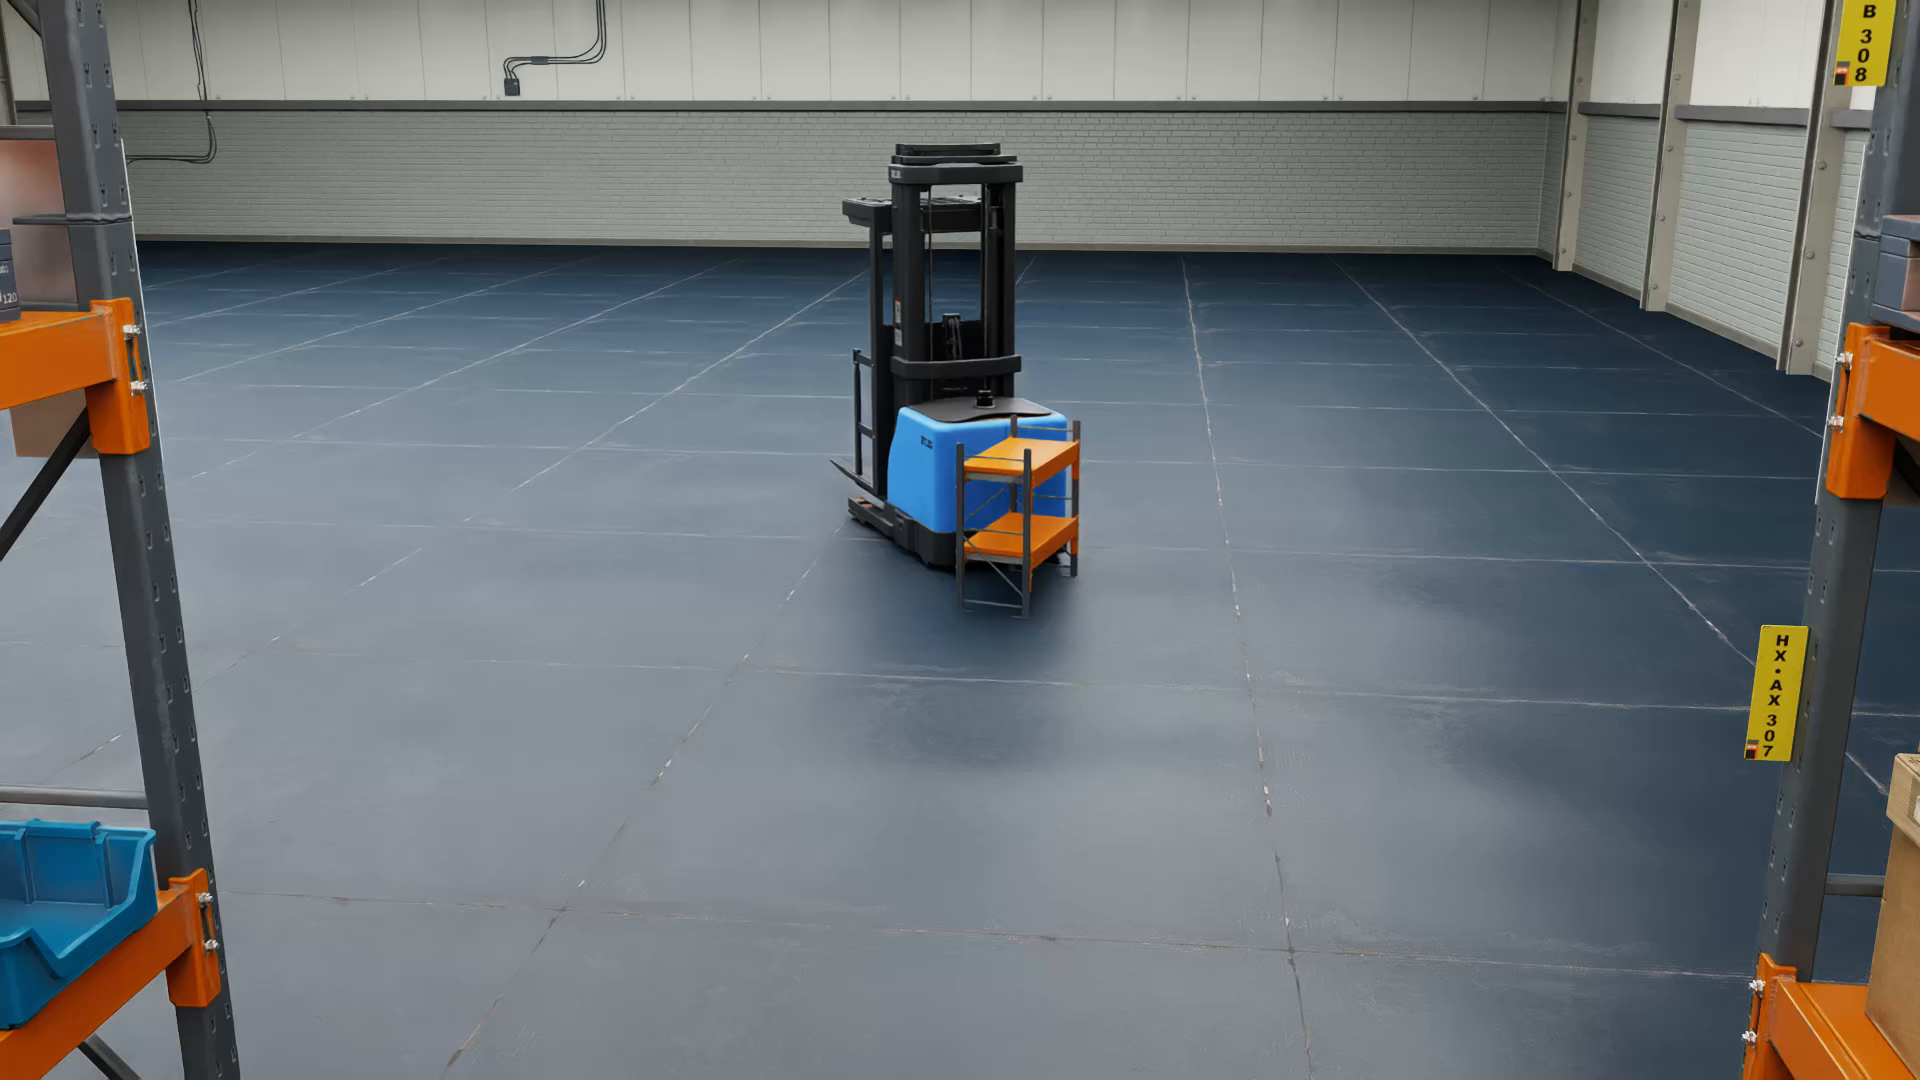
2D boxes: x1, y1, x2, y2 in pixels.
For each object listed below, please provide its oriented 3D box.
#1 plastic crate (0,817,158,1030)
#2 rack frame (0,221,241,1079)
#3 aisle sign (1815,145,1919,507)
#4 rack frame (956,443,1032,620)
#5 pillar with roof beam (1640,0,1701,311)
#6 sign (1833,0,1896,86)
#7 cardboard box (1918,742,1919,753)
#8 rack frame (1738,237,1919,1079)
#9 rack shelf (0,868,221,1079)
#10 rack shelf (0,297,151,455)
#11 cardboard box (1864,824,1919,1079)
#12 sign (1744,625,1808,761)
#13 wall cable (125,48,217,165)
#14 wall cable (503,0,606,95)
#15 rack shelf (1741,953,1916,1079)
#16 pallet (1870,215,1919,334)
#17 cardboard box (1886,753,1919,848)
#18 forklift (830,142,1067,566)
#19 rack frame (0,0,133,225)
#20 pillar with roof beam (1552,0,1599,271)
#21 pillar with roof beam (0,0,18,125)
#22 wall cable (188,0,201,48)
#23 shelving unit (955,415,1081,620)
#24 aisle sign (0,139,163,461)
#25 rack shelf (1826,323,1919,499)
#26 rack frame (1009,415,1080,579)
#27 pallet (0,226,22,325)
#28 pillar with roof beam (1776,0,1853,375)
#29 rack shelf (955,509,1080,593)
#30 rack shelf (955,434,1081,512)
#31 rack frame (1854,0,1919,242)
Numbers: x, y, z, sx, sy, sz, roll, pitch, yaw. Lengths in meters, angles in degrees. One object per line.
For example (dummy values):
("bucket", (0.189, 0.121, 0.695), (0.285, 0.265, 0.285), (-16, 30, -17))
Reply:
("plastic crate", (-2.263, 0.889, 3.912), (0.499, 0.251, 0.616), (2, 15, 6))
("rack frame", (-2.504, 0.679, 4.405), (1.000, 3.000, 0.127), (2, 15, 6))
("aisle sign", (2.121, -0.455, 3.619), (0.394, 0.787, 0.004), (2, 15, 6))
("rack frame", (0.214, -0.053, 10.702), (0.500, 1.125, 0.032), (6, 16, 21))
("pillar with roof beam", (6.551, -8.070, 25.266), (9.100, 9.000, 0.400), (2, 15, 6))
("sign", (1.867, -1.100, 3.412), (0.100, 0.325, 0.005), (2, 15, 6))
("cardboard box", (2.346, 0.286, 3.182), (0.700, 0.500, 0.500), (2, 15, 6))
("rack frame", (2.417, 0.826, 3.862), (1.000, 3.000, 0.127), (2, 15, 6))
("rack shelf", (-2.729, 1.545, 2.580), (1.077, 0.370, 4.000), (2, 15, 6))
("rack shelf", (-2.729, 0.097, 2.189), (1.077, 0.370, 4.000), (2, 15, 6))
("cardboard box", (2.352, 0.898, 3.402), (0.700, 0.500, 0.500), (2, 15, 6))
("sign", (1.867, 0.352, 3.804), (0.100, 0.325, 0.005), (2, 15, 6))
("wall cable", (-18.147, -9.653, 37.070), (3.097, 2.526, 0.112), (2, 15, 6))
("wall cable", (-8.716, -12.510, 35.172), (2.305, 6.003, 0.169), (2, 15, 6))
("rack shelf", (2.192, 1.692, 2.037), (1.077, 0.370, 4.000), (2, 15, 6))
("pallet", (2.312, -0.397, 2.806), (1.003, 0.211, 1.213), (2, 15, 6))
("cardboard box", (2.159, 0.560, 3.411), (0.380, 0.149, 0.250), (2, 15, 6))
("forklift", (-0.244, -1.571, 12.858), (1.130, 2.935, 3.031), (-6, 16, -21))
("rack frame", (-2.504, -2.217, 3.622), (1.000, 3.000, 0.127), (2, 15, 6))
("pillar with roof beam", (7.228, -9.626, 31.021), (9.100, 9.000, 0.400), (2, 15, 6))
("pillar with roof beam", (-15.516, -10.300, 33.514), (9.100, 9.000, 0.400), (2, 15, 6))
("wall cable", (-15.459, -12.011, 36.116), (3.097, 2.526, 0.112), (2, 15, 6))
("shelving unit", (0.401, -0.176, 11.159), (0.538, 1.125, 1.048), (6, 16, 21))
("aisle sign", (-2.201, -0.586, 4.102), (0.394, 0.787, 0.004), (2, 15, 6))
("rack shelf", (2.192, 0.244, 1.646), (1.077, 0.370, 4.000), (2, 15, 6))
("rack frame", (0.588, -0.300, 11.615), (0.500, 1.125, 0.032), (6, 16, 21))
("pallet", (-2.694, -0.466, 3.255), (1.003, 0.211, 1.213), (2, 15, 6))
("pillar with roof beam", (5.874, -6.514, 19.511), (9.100, 9.000, 0.400), (2, 15, 6))
("rack shelf", (0.401, 0.060, 11.222), (0.538, 0.278, 1.000), (6, 16, 21))
("rack shelf", (0.401, -0.459, 11.082), (0.538, 0.278, 1.000), (6, 16, 21))
("rack frame", (2.417, -2.070, 3.079), (1.000, 3.000, 0.127), (2, 15, 6))
